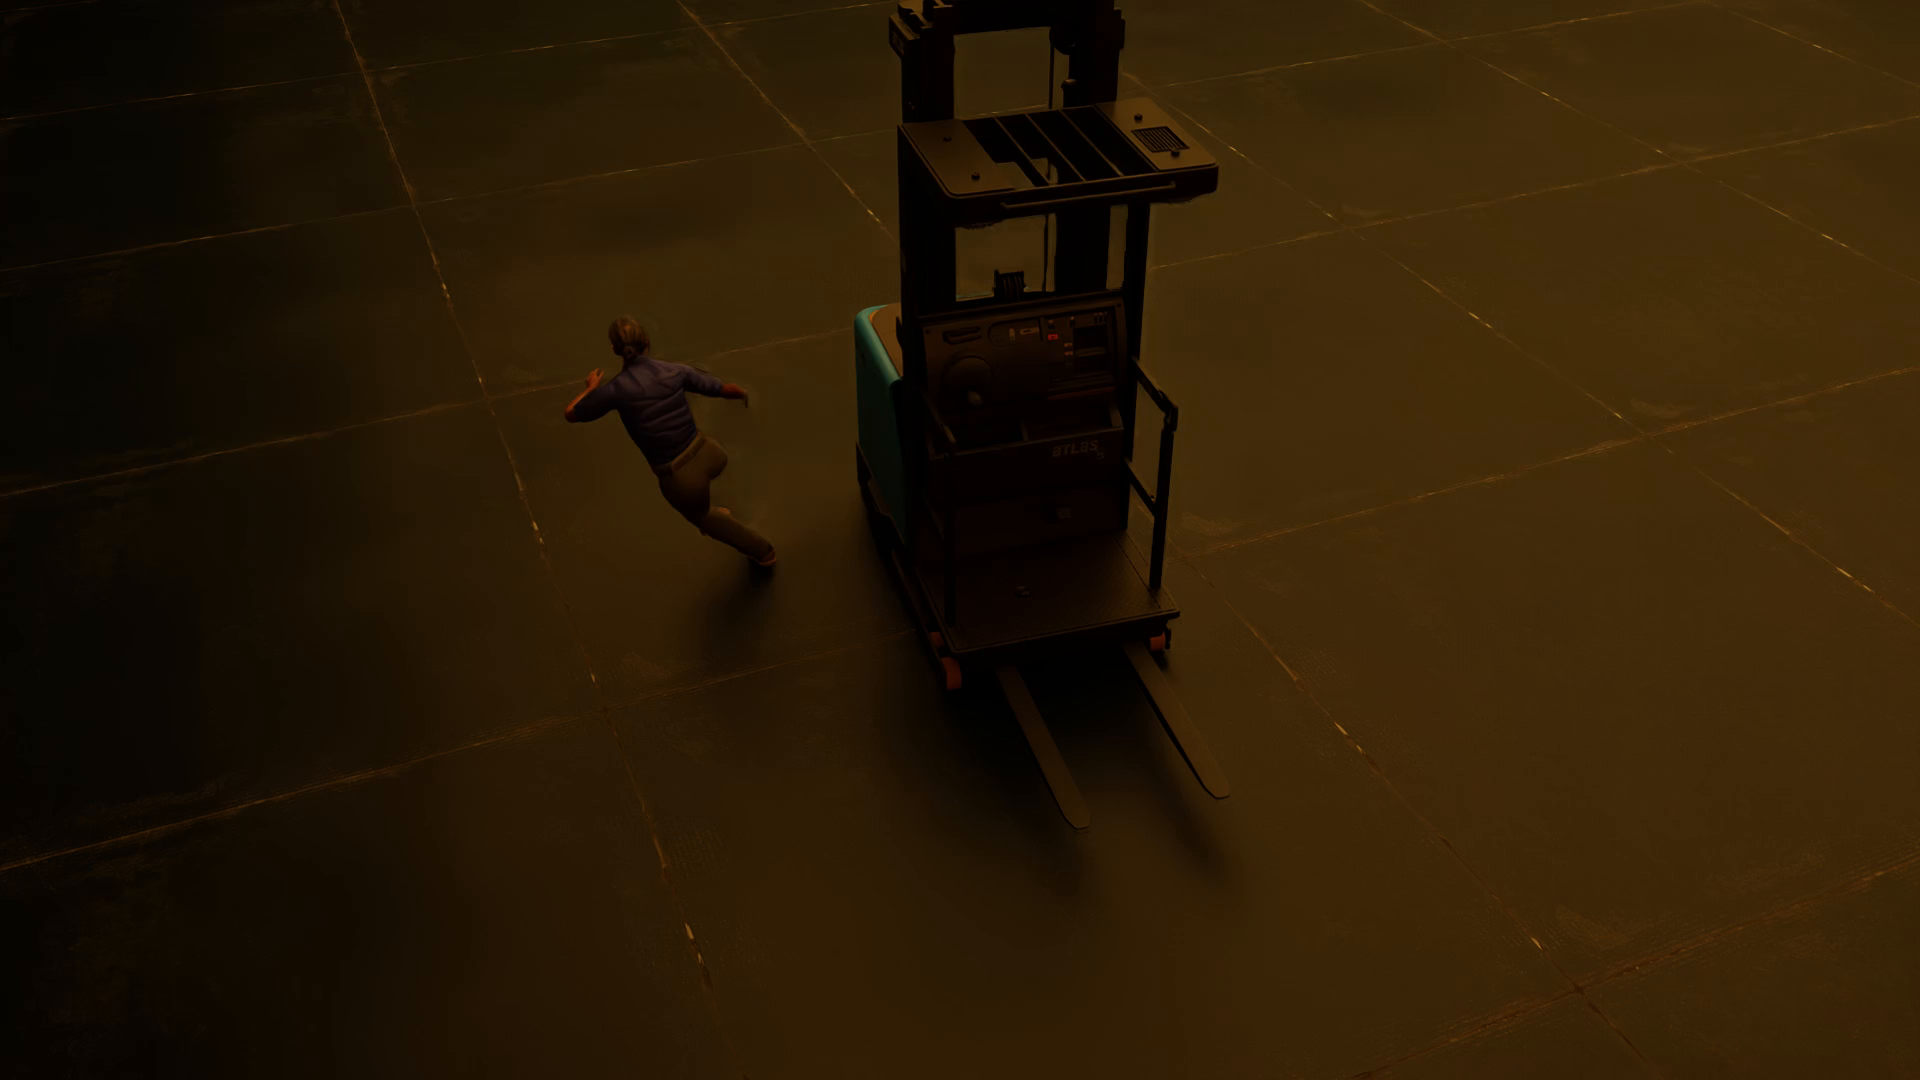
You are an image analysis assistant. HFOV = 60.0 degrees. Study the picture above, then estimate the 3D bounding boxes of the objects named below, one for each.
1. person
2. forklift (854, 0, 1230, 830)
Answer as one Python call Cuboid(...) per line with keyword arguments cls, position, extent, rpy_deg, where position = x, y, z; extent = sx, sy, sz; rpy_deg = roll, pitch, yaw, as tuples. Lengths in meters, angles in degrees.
Cuboid(cls="person", position=(-1.384, -0.468, 8.031), extent=(0.899, 1.421, 0.840), rpy_deg=(-30, 45, -35))
Cuboid(cls="forklift", position=(0.353, -0.756, 7.162), extent=(1.130, 2.935, 3.031), rpy_deg=(-10, 37, -13))
